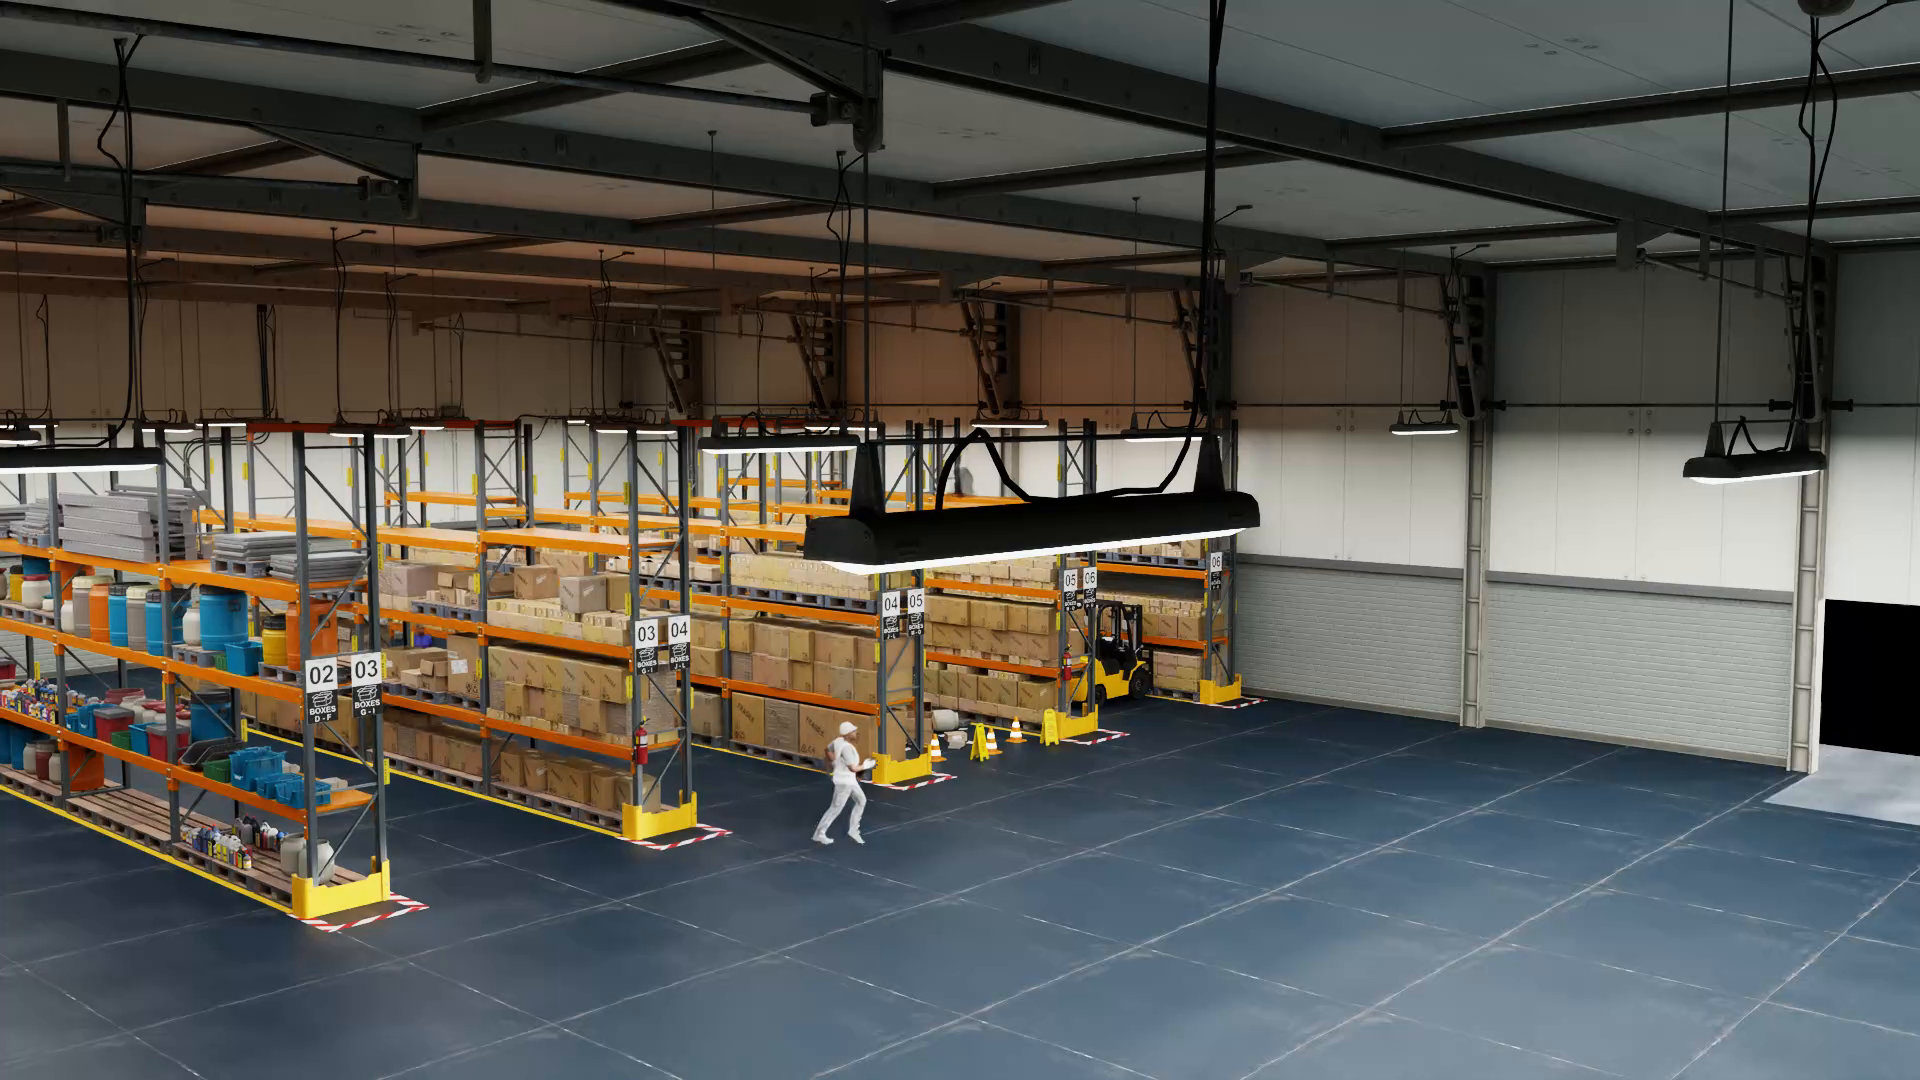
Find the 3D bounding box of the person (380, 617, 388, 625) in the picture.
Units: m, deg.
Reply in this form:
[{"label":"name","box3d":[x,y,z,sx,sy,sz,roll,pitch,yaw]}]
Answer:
[{"label":"person","box3d":[-13.665,2.315,39.663,0.567,1.573,0.715,4,6,38]}]

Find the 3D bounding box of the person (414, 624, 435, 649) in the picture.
[{"label":"person","box3d":[-11.474,2.618,35.441,0.556,1.704,0.828,-5,6,-44]}]

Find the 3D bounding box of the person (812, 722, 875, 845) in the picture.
[{"label":"person","box3d":[-1.672,3.498,23.813,0.907,1.822,0.693,-1,5,-8]}]
